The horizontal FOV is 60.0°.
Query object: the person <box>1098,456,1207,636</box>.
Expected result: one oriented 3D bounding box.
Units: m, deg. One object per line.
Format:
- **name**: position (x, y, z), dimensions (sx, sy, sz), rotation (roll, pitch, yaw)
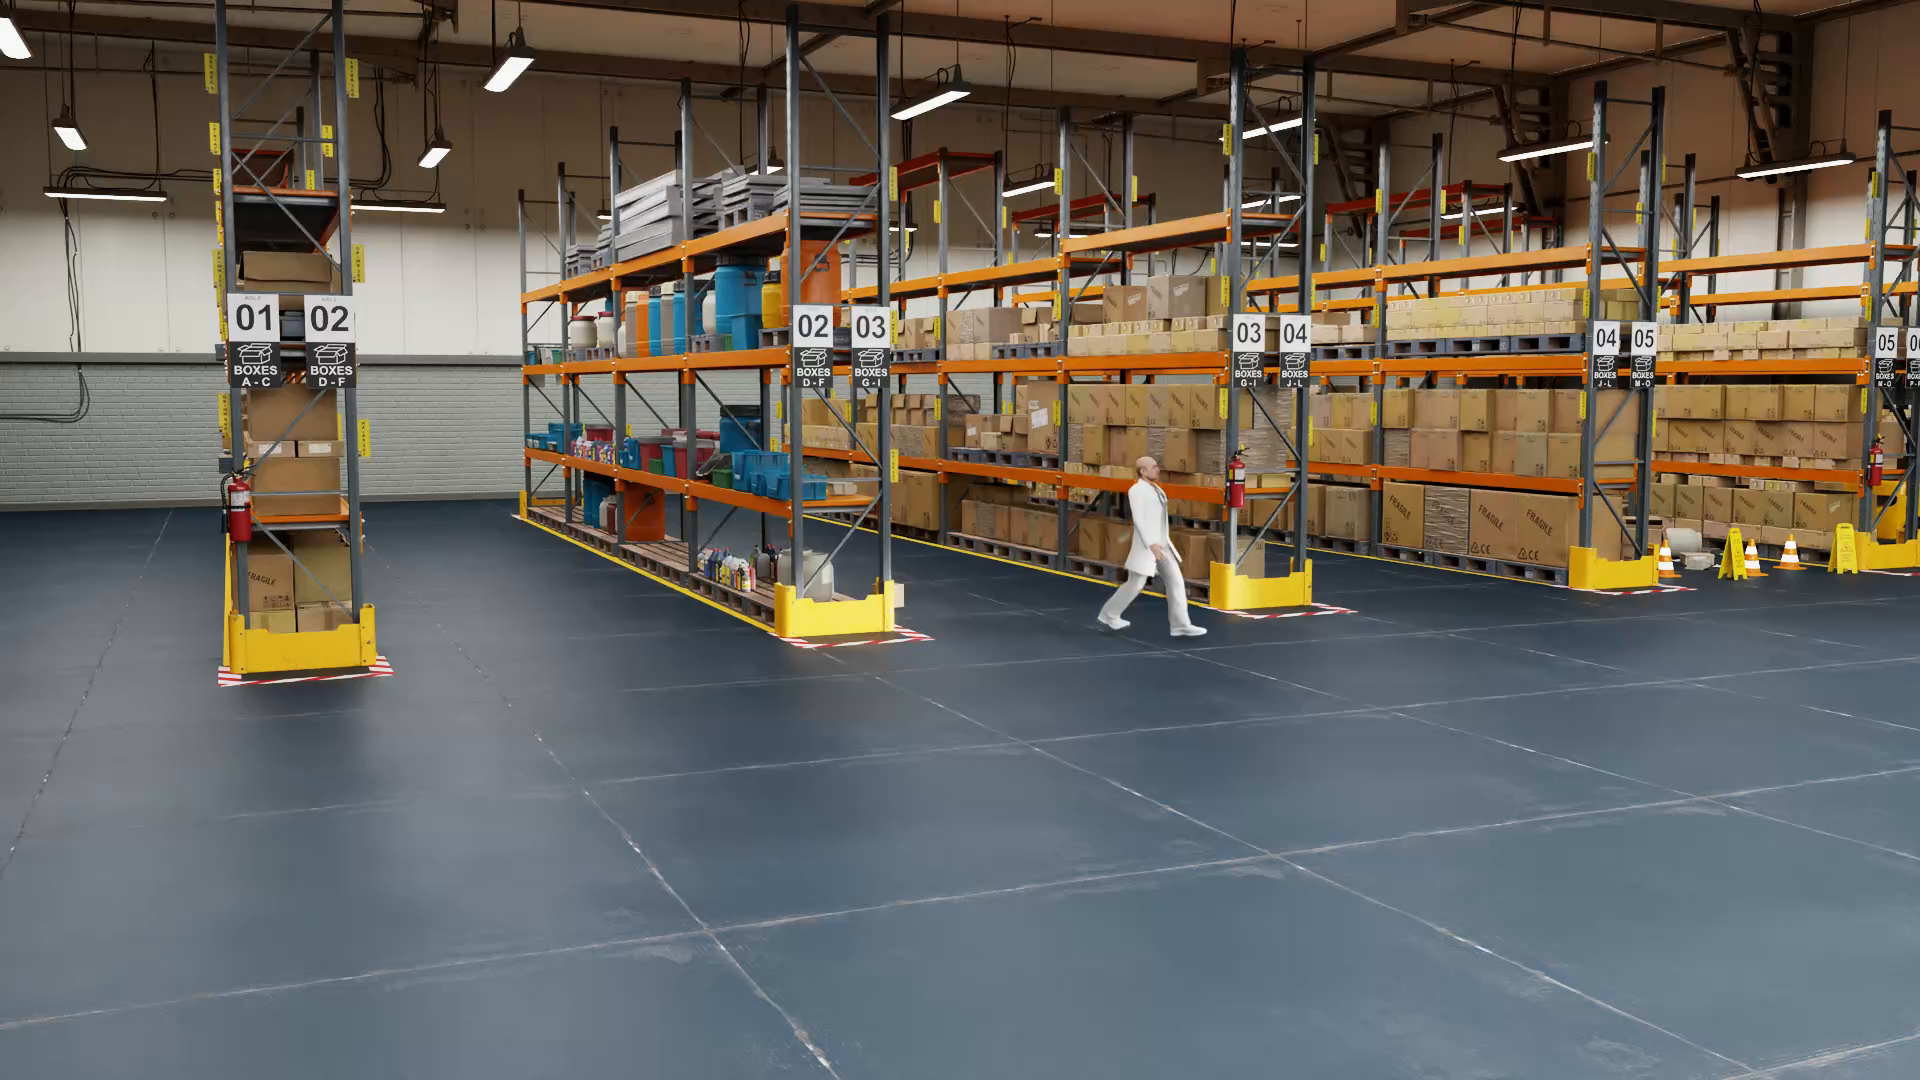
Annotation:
- **person**: position (1.842, 0.060, 16.036), dimensions (1.104, 1.728, 0.563), rotation (4, 7, 37)
